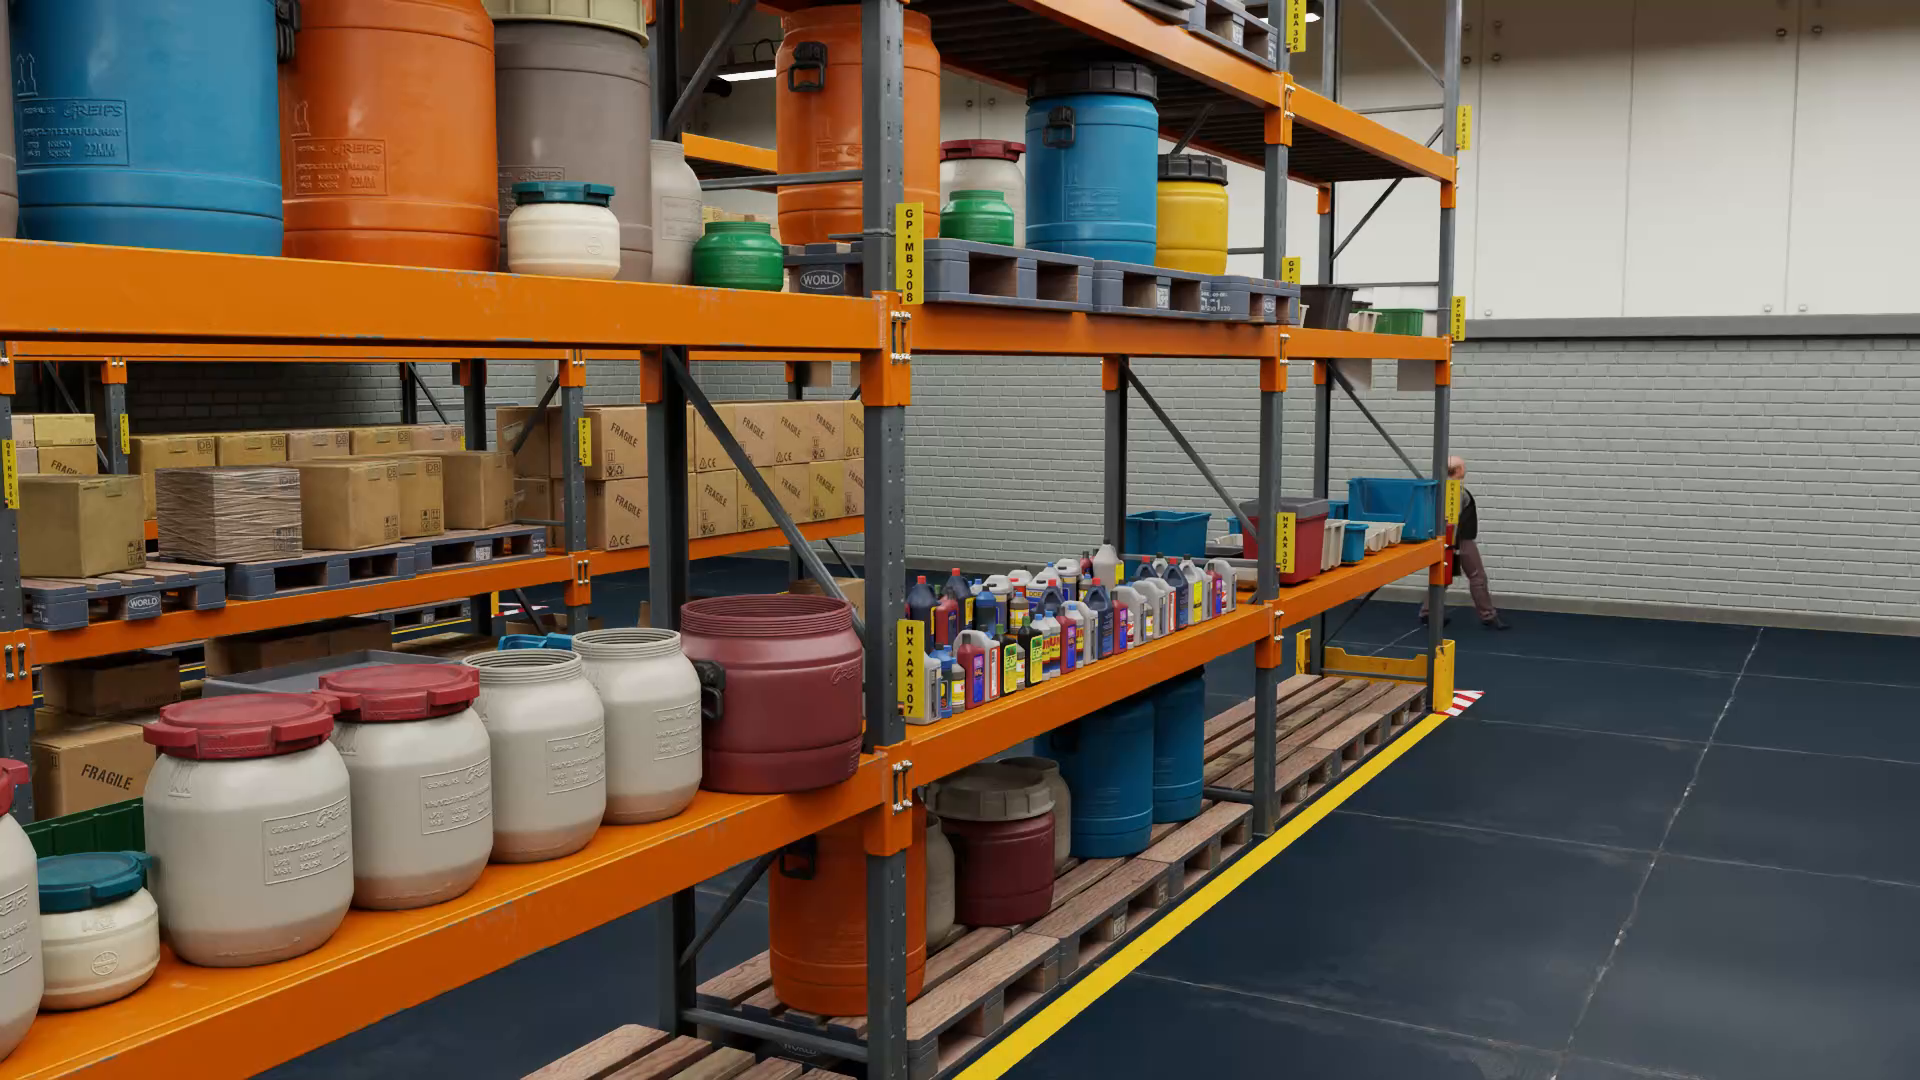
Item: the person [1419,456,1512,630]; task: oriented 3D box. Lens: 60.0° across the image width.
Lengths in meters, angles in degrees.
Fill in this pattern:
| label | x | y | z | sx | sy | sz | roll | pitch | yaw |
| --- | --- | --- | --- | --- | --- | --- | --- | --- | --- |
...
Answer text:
| label | x | y | z | sx | sy | sz | roll | pitch | yaw |
| --- | --- | --- | --- | --- | --- | --- | --- | --- | --- |
| person | 5.028 | 0.017 | 16.530 | 0.863 | 1.703 | 0.572 | 0 | 6 | -3 |
